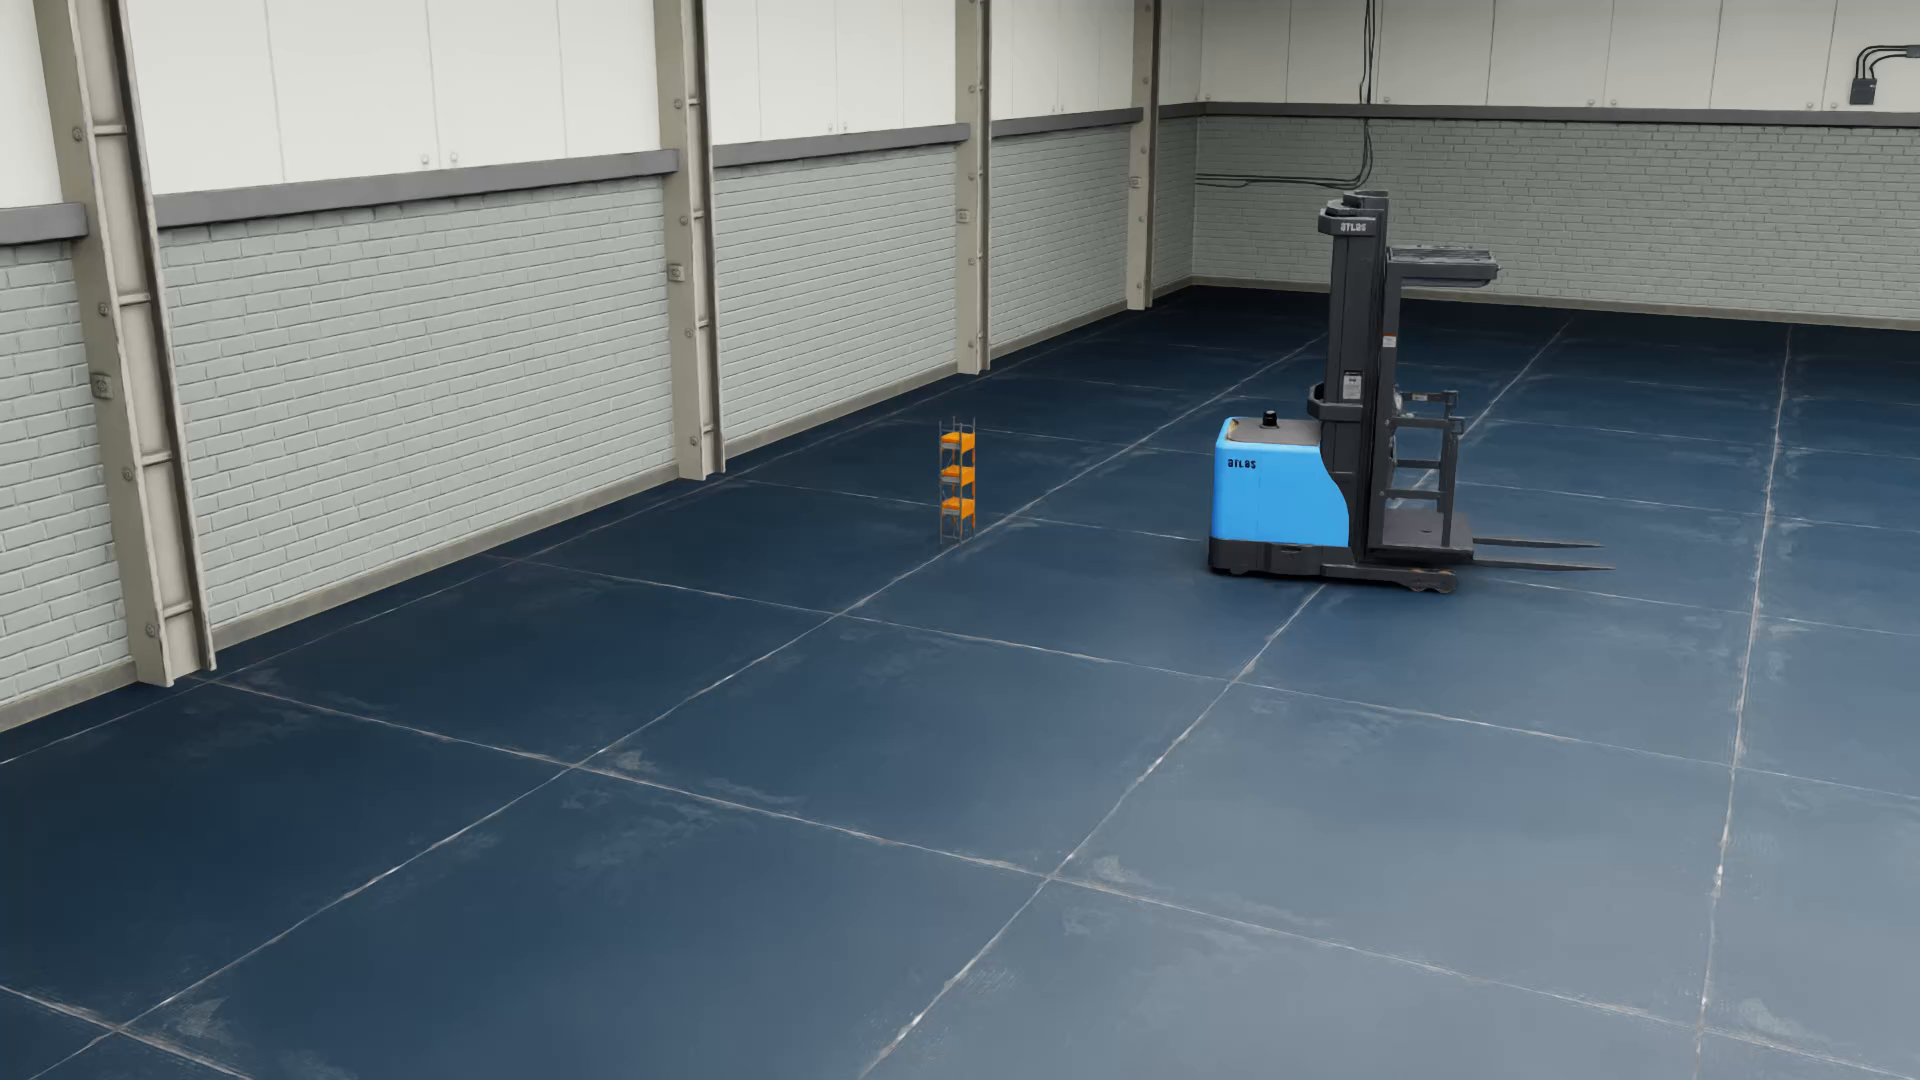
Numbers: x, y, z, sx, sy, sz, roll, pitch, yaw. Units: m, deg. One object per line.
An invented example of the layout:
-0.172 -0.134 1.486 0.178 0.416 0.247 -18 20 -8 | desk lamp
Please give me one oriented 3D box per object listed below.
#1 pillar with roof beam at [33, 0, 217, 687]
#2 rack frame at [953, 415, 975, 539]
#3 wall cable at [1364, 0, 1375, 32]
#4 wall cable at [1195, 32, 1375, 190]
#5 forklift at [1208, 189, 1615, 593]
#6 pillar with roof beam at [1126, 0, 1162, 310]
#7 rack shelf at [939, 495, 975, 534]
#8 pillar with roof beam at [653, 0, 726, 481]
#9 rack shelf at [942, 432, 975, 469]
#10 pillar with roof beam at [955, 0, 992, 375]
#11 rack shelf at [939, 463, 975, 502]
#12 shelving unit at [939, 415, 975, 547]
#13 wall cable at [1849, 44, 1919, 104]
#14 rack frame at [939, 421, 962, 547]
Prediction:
-1.347 -2.877 7.907 9.100 9.000 0.400 8 18 25 | pillar with roof beam
0.031 -0.521 13.934 0.200 1.050 0.008 8 18 25 | rack frame
7.765 -9.180 25.712 3.097 2.526 0.112 8 18 25 | wall cable
5.344 -7.104 27.590 3.097 2.526 0.112 8 18 25 | wall cable
3.533 -1.167 12.806 3.031 2.935 1.130 4 17 13 | forklift
6.696 -7.462 23.343 9.100 9.000 0.400 8 18 25 | pillar with roof beam
-0.024 -0.213 13.911 0.215 0.259 0.240 8 18 25 | rack shelf
1.334 -4.406 13.052 9.100 9.000 0.400 8 18 25 | pillar with roof beam
-0.024 -0.752 13.751 0.215 0.259 0.240 8 18 25 | rack shelf
4.015 -5.934 18.198 9.100 9.000 0.400 8 18 25 | pillar with roof beam
-0.024 -0.479 13.832 0.215 0.259 0.240 8 18 25 | rack shelf
-0.024 -0.490 13.829 0.215 1.050 0.252 8 18 25 | shelving unit
13.830 -9.010 22.583 2.305 6.003 0.169 8 18 25 | wall cable
-0.078 -0.459 13.724 0.200 1.050 0.008 8 18 25 | rack frame
